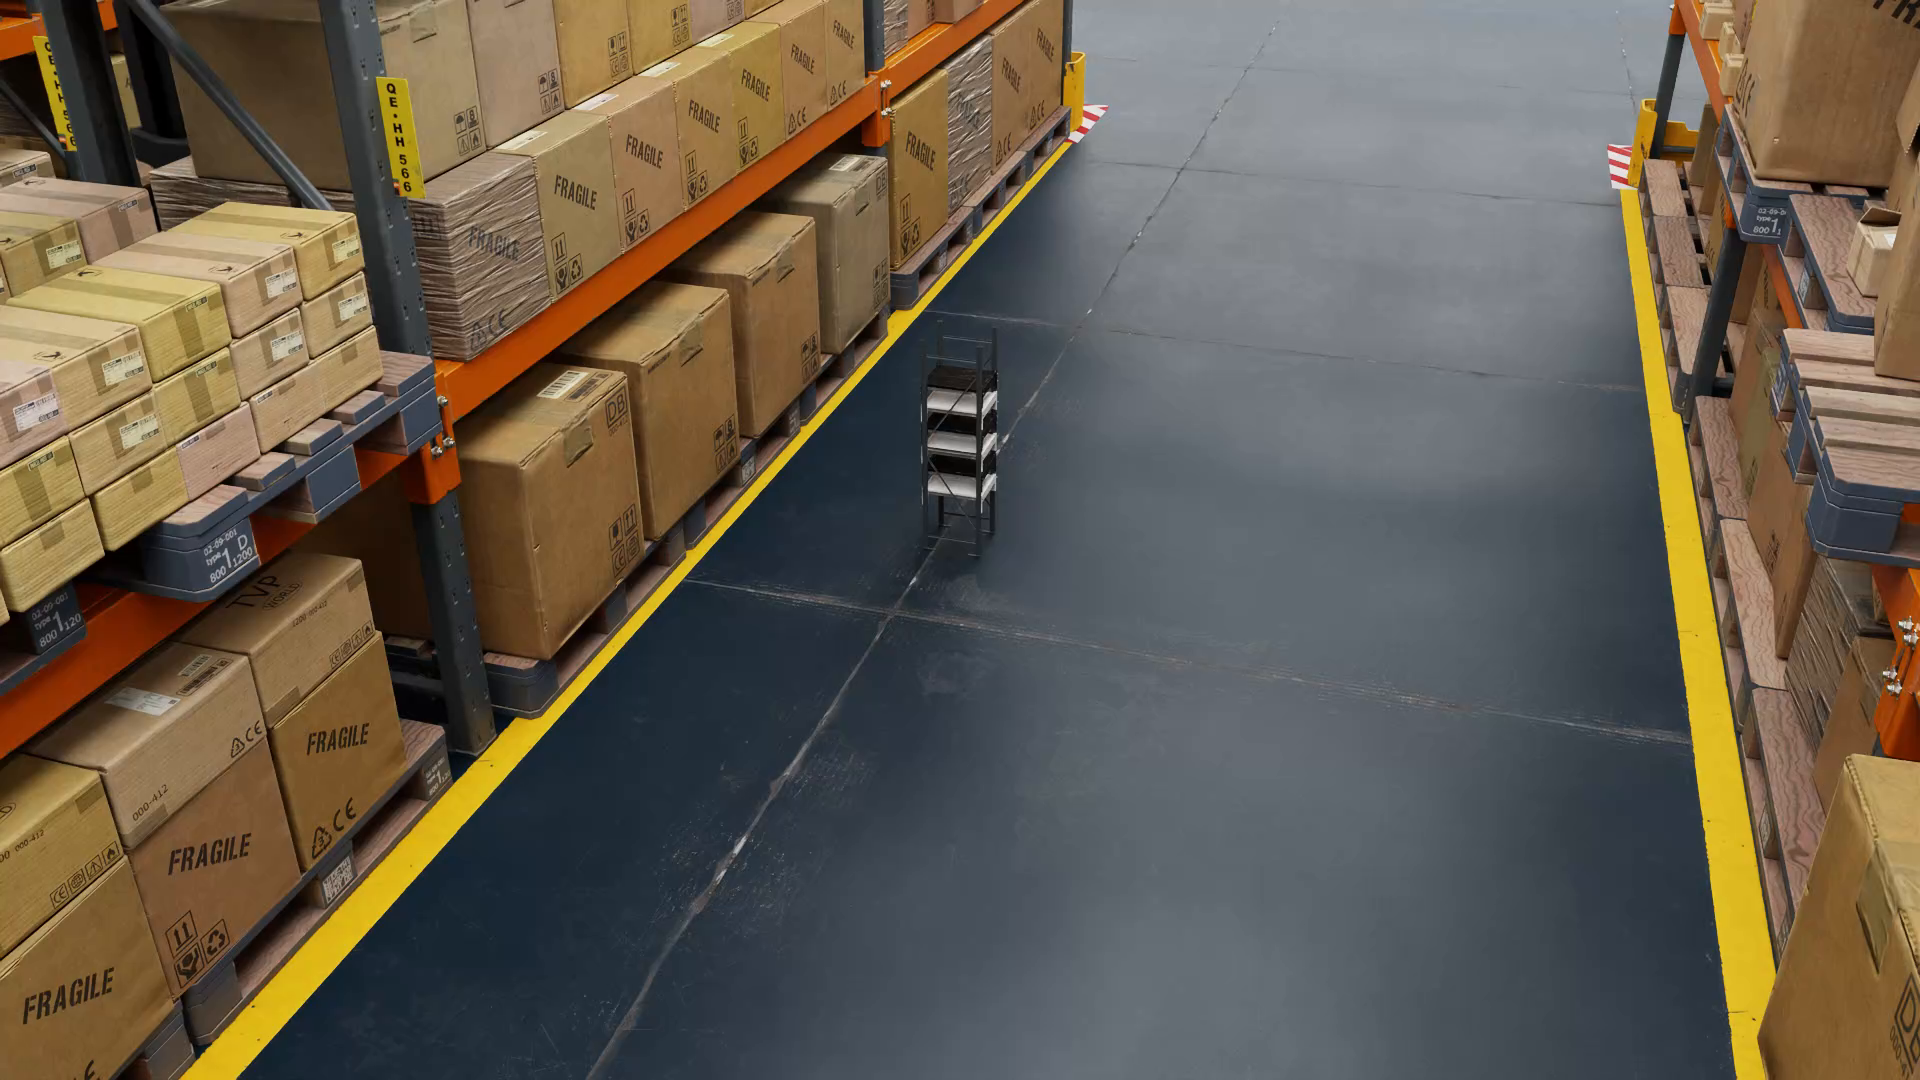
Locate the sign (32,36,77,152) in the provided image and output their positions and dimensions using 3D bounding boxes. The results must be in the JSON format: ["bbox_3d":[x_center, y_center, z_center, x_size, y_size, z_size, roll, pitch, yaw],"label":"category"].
[{"bbox_3d":[-2.573,-1.275,4.765,0.100,0.325,0.005,8,30,15],"label":"sign"}]

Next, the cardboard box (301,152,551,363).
[{"bbox_3d":[-1.651,-0.905,5.188,0.500,0.500,0.500,9,30,15],"label":"cardboard box"}]

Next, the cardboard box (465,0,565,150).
[{"bbox_3d":[-1.753,-1.614,5.434,0.700,0.500,0.500,8,30,14],"label":"cardboard box"}]

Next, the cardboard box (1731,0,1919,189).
[{"bbox_3d":[3.478,-1.891,6.016,1.000,1.000,1.000,9,30,15],"label":"cardboard box"}]

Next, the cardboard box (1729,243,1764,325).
[{"bbox_3d":[4.161,-1.334,8.201,0.500,0.500,0.500,19,34,30],"label":"cardboard box"}]

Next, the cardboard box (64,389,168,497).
[{"bbox_3d":[-1.976,-0.237,3.611,0.380,0.149,0.250,9,30,15],"label":"cardboard box"}]

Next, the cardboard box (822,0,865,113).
[{"bbox_3d":[-0.765,-2.313,7.719,0.500,0.500,0.500,8,30,15],"label":"cardboard box"}]

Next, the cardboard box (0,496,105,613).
[{"bbox_3d":[-2.050,0.006,3.481,0.380,0.149,0.250,7,30,13],"label":"cardboard box"}]

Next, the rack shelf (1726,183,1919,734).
[{"bbox_3d":[3.258,-0.551,5.395,1.077,0.370,4.000,8,30,15],"label":"rack shelf"}]

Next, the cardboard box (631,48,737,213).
[{"bbox_3d":[-1.208,-1.607,6.450,0.500,0.500,0.500,8,30,14],"label":"cardboard box"}]

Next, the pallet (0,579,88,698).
[{"bbox_3d":[-2.583,0.319,3.289,1.003,0.211,1.213,8,30,15],"label":"pallet"}]

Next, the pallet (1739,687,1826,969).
[{"bbox_3d":[2.902,0.919,4.880,1.003,0.211,1.213,8,30,15],"label":"pallet"}]

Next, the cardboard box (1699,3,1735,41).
[{"bbox_3d":[4.174,-2.763,8.889,0.380,0.149,0.250,8,30,15],"label":"cardboard box"}]

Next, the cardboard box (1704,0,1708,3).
[{"bbox_3d":[4.474,-3.099,9.494,0.380,0.149,0.250,8,30,15],"label":"cardboard box"}]

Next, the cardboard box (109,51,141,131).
[{"bbox_3d":[-5.197,-2.754,10.241,0.500,0.500,0.500,10,31,17],"label":"cardboard box"}]

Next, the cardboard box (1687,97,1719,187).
[{"bbox_3d":[4.820,-2.457,10.221,0.500,0.500,0.500,14,32,24],"label":"cardboard box"}]

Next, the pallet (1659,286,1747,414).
[{"bbox_3d":[4.008,-0.894,8.139,1.003,0.211,1.213,8,30,15],"label":"pallet"}]

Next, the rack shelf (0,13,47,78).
[{"bbox_3d":[-6.216,-1.965,7.937,1.077,0.370,4.000,8,30,15],"label":"rack shelf"}]

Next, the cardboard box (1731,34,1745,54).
[{"bbox_3d":[4.041,-2.401,8.239,0.380,0.149,0.250,8,30,15],"label":"cardboard box"}]

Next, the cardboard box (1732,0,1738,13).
[{"bbox_3d":[4.453,-2.870,8.414,0.875,0.500,0.500,8,30,15],"label":"cardboard box"}]

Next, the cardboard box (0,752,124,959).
[{"bbox_3d":[-2.293,0.716,3.746,0.500,0.250,0.500,9,30,16],"label":"cardboard box"}]

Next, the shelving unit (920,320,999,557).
[{"bbox_3d":[-0.002,-0.389,6.524,0.258,0.900,0.210,8,30,15],"label":"shelving unit"}]

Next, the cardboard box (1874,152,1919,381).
[{"bbox_3d":[2.859,-0.694,4.377,0.700,0.500,0.500,13,32,22],"label":"cardboard box"}]

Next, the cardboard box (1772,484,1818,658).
[{"bbox_3d":[3.159,0.126,5.557,0.700,0.500,0.500,11,31,19],"label":"cardboard box"}]

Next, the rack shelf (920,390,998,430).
[{"bbox_3d":[-0.002,-0.518,6.453,0.258,0.077,0.200,8,30,15],"label":"rack shelf"}]

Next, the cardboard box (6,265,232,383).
[{"bbox_3d":[-1.899,-0.493,3.766,0.380,0.149,0.250,9,30,16],"label":"cardboard box"}]

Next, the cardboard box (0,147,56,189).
[{"bbox_3d":[-5.780,-2.000,9.531,0.950,0.372,0.625,9,30,16],"label":"cardboard box"}]

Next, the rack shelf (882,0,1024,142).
[{"bbox_3d":[-0.280,-3.165,10.094,1.077,0.370,4.000,8,30,15],"label":"rack shelf"}]

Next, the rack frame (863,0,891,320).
[{"bbox_3d":[-0.867,-2.550,8.248,1.000,3.000,0.127,8,30,15],"label":"rack frame"}]

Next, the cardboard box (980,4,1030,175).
[{"bbox_3d":[-0.085,-2.930,10.685,0.875,0.875,0.875,8,30,14],"label":"cardboard box"}]

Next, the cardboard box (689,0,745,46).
[{"bbox_3d":[-1.305,-2.325,6.712,0.700,0.500,0.500,9,30,15],"label":"cardboard box"}]

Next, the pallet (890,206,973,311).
[{"bbox_3d":[-0.569,-1.673,9.541,1.003,0.211,1.213,8,30,15],"label":"pallet"}]

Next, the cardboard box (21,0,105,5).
[{"bbox_3d":[-5.229,-3.200,9.675,0.380,0.149,0.250,8,30,15],"label":"cardboard box"}]

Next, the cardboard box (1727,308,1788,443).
[{"bbox_3d":[3.644,-0.613,6.885,0.700,0.500,0.500,6,30,11],"label":"cardboard box"}]

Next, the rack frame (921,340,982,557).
[{"bbox_3d":[-0.032,-0.342,6.440,0.240,0.900,0.006,8,30,15],"label":"rack frame"}]

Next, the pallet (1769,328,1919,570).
[{"bbox_3d":[2.778,-0.199,4.219,1.213,0.211,1.003,8,30,15],"label":"pallet"}]

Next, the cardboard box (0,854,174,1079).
[{"bbox_3d":[-2.280,1.050,3.916,0.500,0.500,0.500,7,30,13],"label":"cardboard box"}]

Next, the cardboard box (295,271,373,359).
[{"bbox_3d":[-1.751,-0.600,4.264,0.380,0.149,0.250,9,30,16],"label":"cardboard box"}]

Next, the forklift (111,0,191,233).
[{"bbox_3d":[-2.815,-2.038,7.399,1.130,2.935,3.031,9,30,15],"label":"forklift"}]

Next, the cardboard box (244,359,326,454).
[{"bbox_3d":[-1.821,-0.355,4.128,0.380,0.149,0.250,8,30,15],"label":"cardboard box"}]

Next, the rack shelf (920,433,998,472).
[{"bbox_3d":[-0.002,-0.360,6.541,0.258,0.077,0.200,8,30,15],"label":"rack shelf"}]

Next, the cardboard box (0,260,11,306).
[{"bbox_3d":[-2.514,-0.599,3.955,0.380,0.149,0.250,8,30,15],"label":"cardboard box"}]

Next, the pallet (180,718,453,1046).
[{"bbox_3d":[-2.272,0.891,4.932,1.003,0.211,1.213,8,30,15],"label":"pallet"}]

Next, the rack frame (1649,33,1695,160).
[{"bbox_3d":[5.019,-3.654,10.233,1.000,3.000,0.127,8,30,15],"label":"rack frame"}]

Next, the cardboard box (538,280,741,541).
[{"bbox_3d":[-1.523,-0.568,6.568,1.050,0.750,0.750,9,30,16],"label":"cardboard box"}]

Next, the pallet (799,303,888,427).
[{"bbox_3d":[-1.021,-0.962,8.262,1.003,0.211,1.213,8,30,15],"label":"pallet"}]

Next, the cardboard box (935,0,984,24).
[{"bbox_3d":[-0.359,-3.281,9.409,0.875,0.550,0.550,8,30,15],"label":"cardboard box"}]
